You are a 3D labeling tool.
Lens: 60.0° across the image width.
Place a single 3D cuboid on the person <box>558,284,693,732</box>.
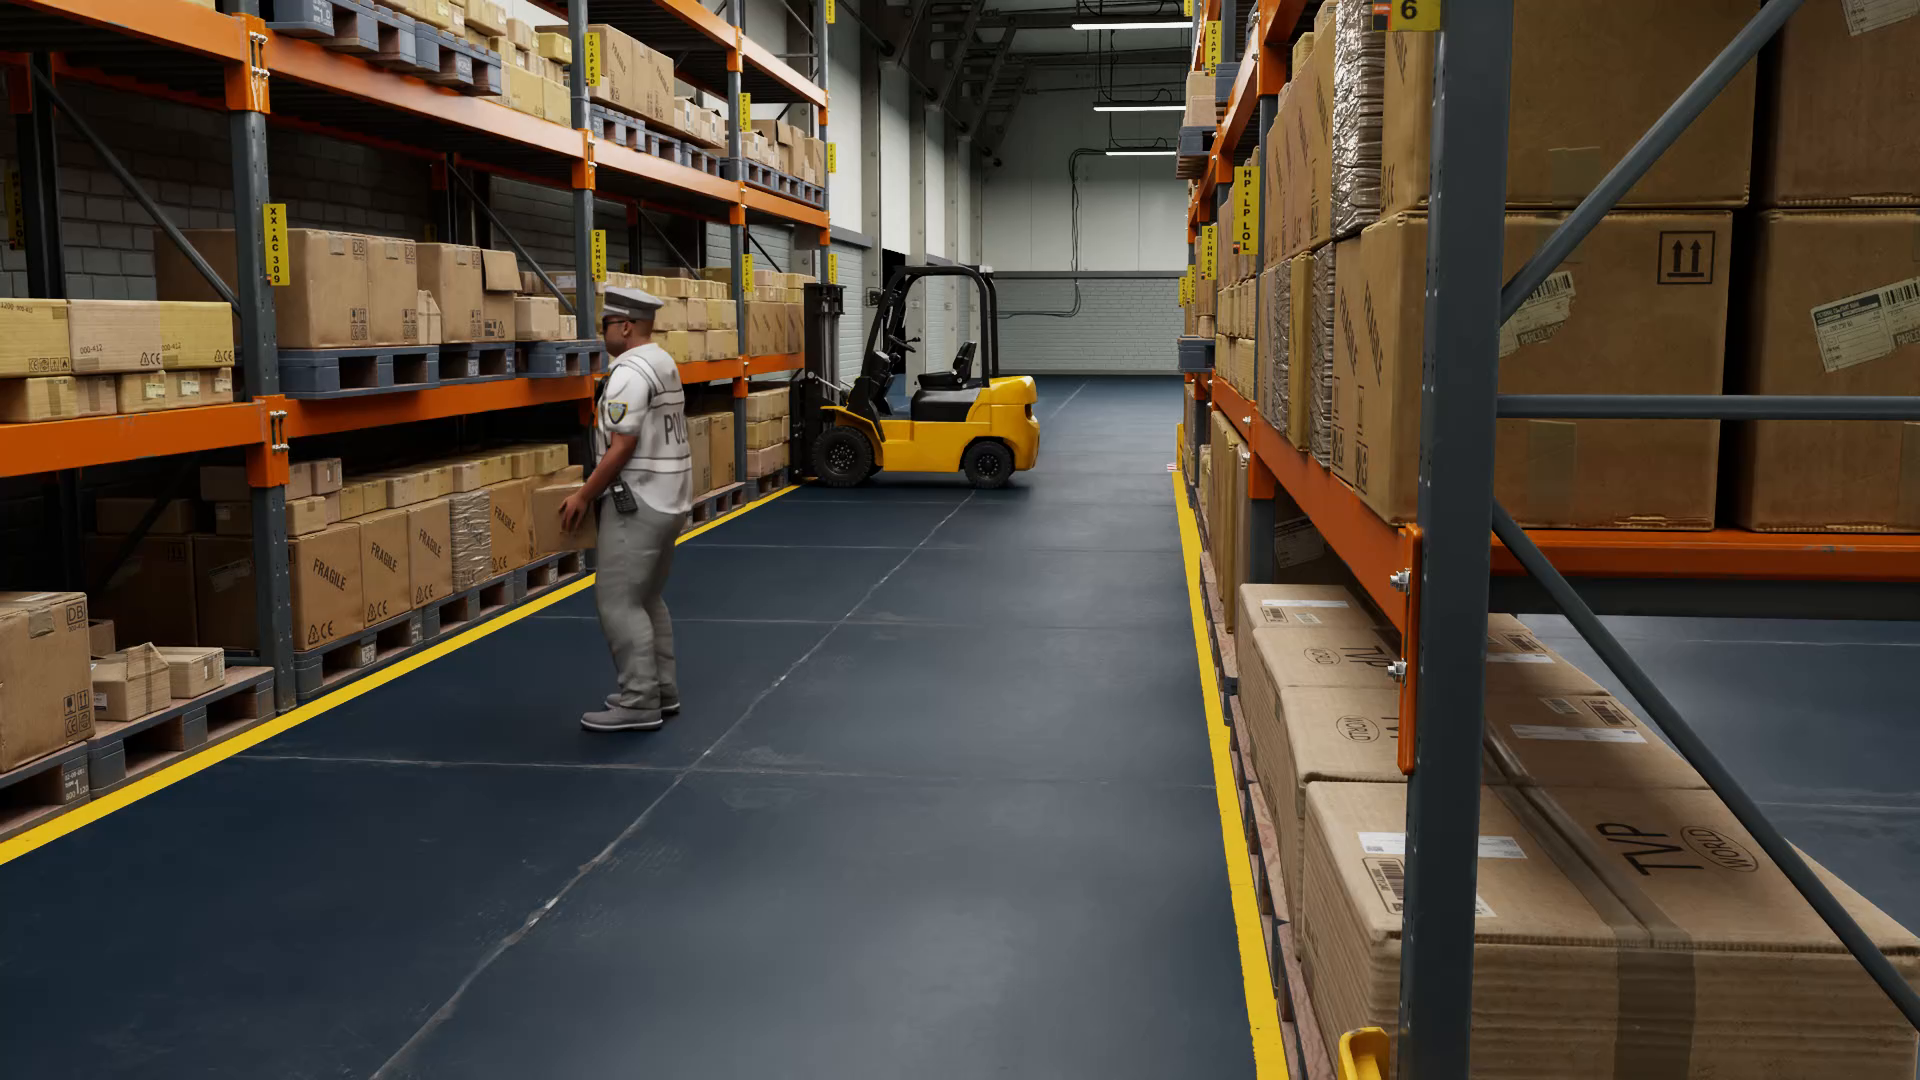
[{"bbox_3d":[-1.337,-0.135,6.702,0.491,1.770,0.533,1,8,5],"label":"person"}]
